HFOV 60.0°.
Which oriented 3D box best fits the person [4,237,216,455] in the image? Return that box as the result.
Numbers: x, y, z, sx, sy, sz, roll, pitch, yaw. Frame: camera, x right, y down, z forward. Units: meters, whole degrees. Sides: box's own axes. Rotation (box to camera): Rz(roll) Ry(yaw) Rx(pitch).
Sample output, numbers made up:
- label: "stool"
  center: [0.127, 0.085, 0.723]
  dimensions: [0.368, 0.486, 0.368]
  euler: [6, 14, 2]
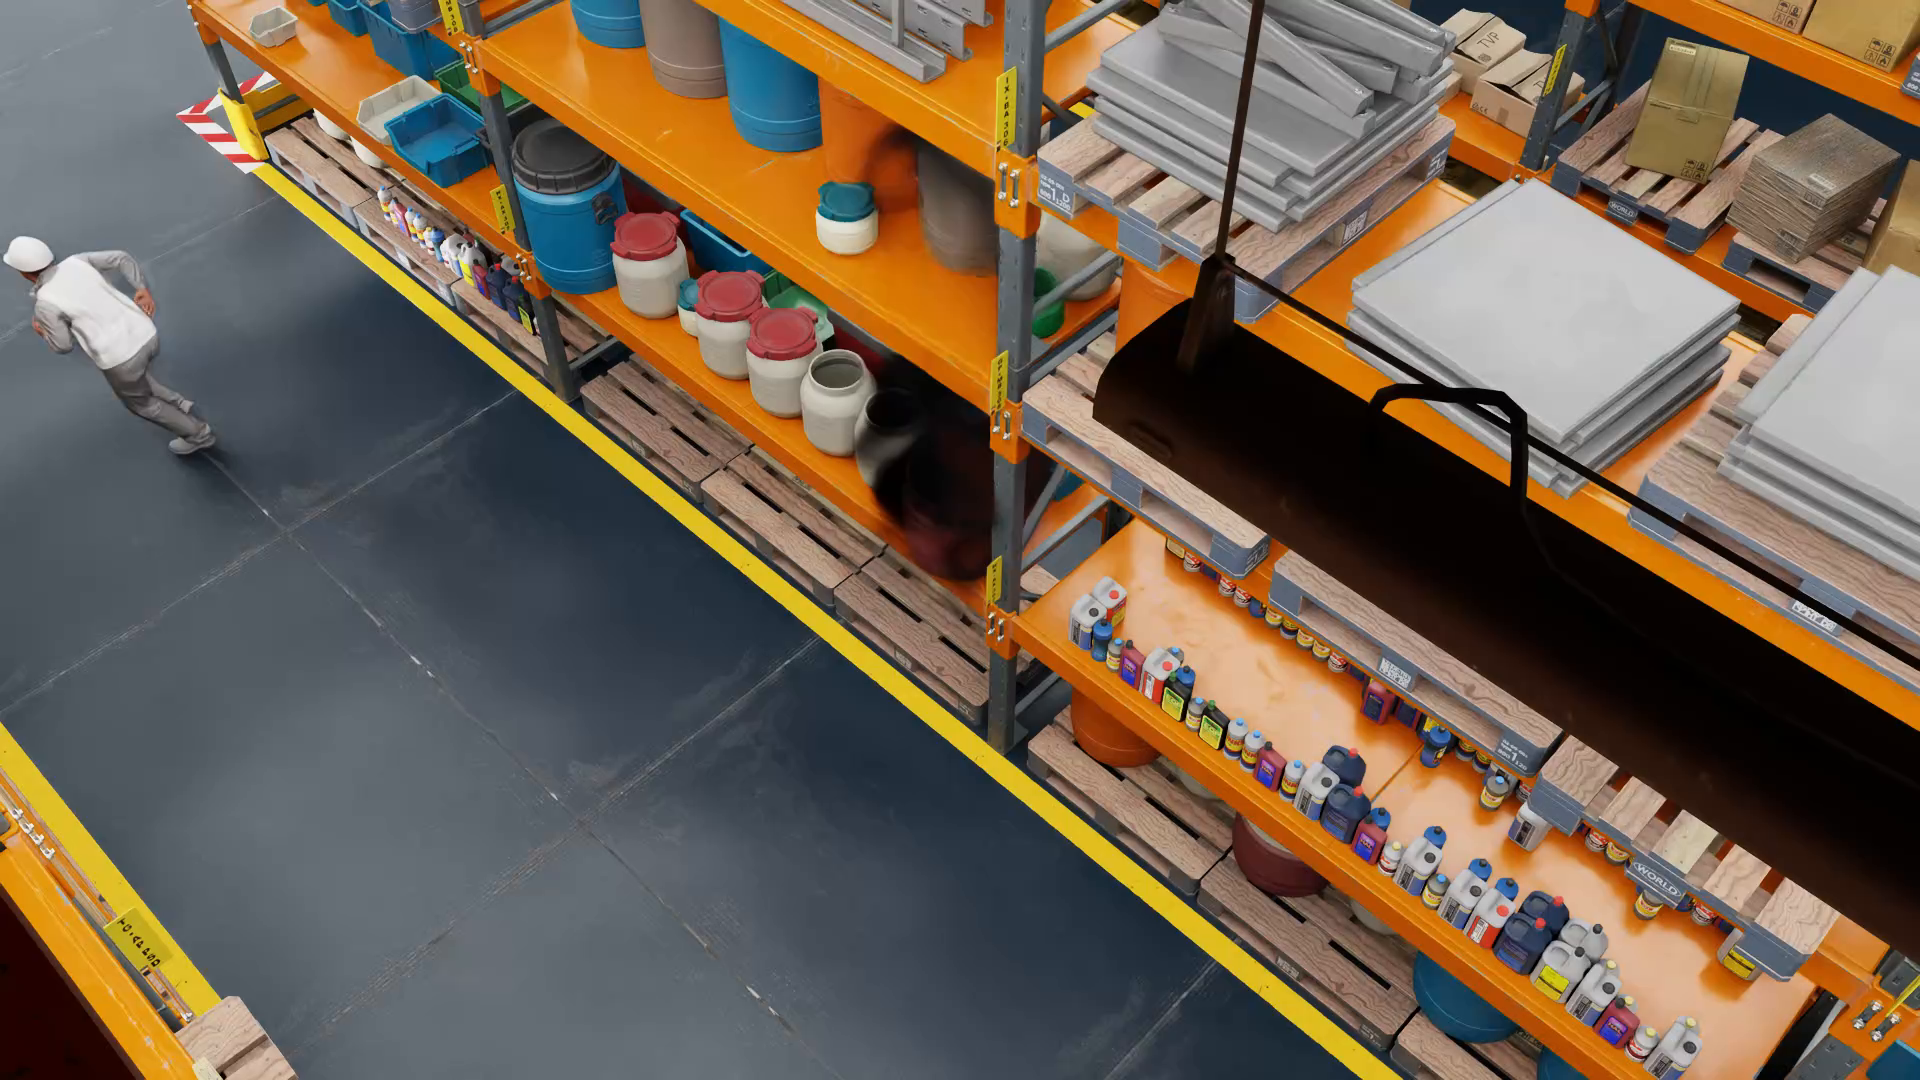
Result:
- label: "person"
  center: [-5.273, -1.237, 10.370]
  dimensions: [0.868, 1.603, 0.685]
  euler: [10, 51, 8]
